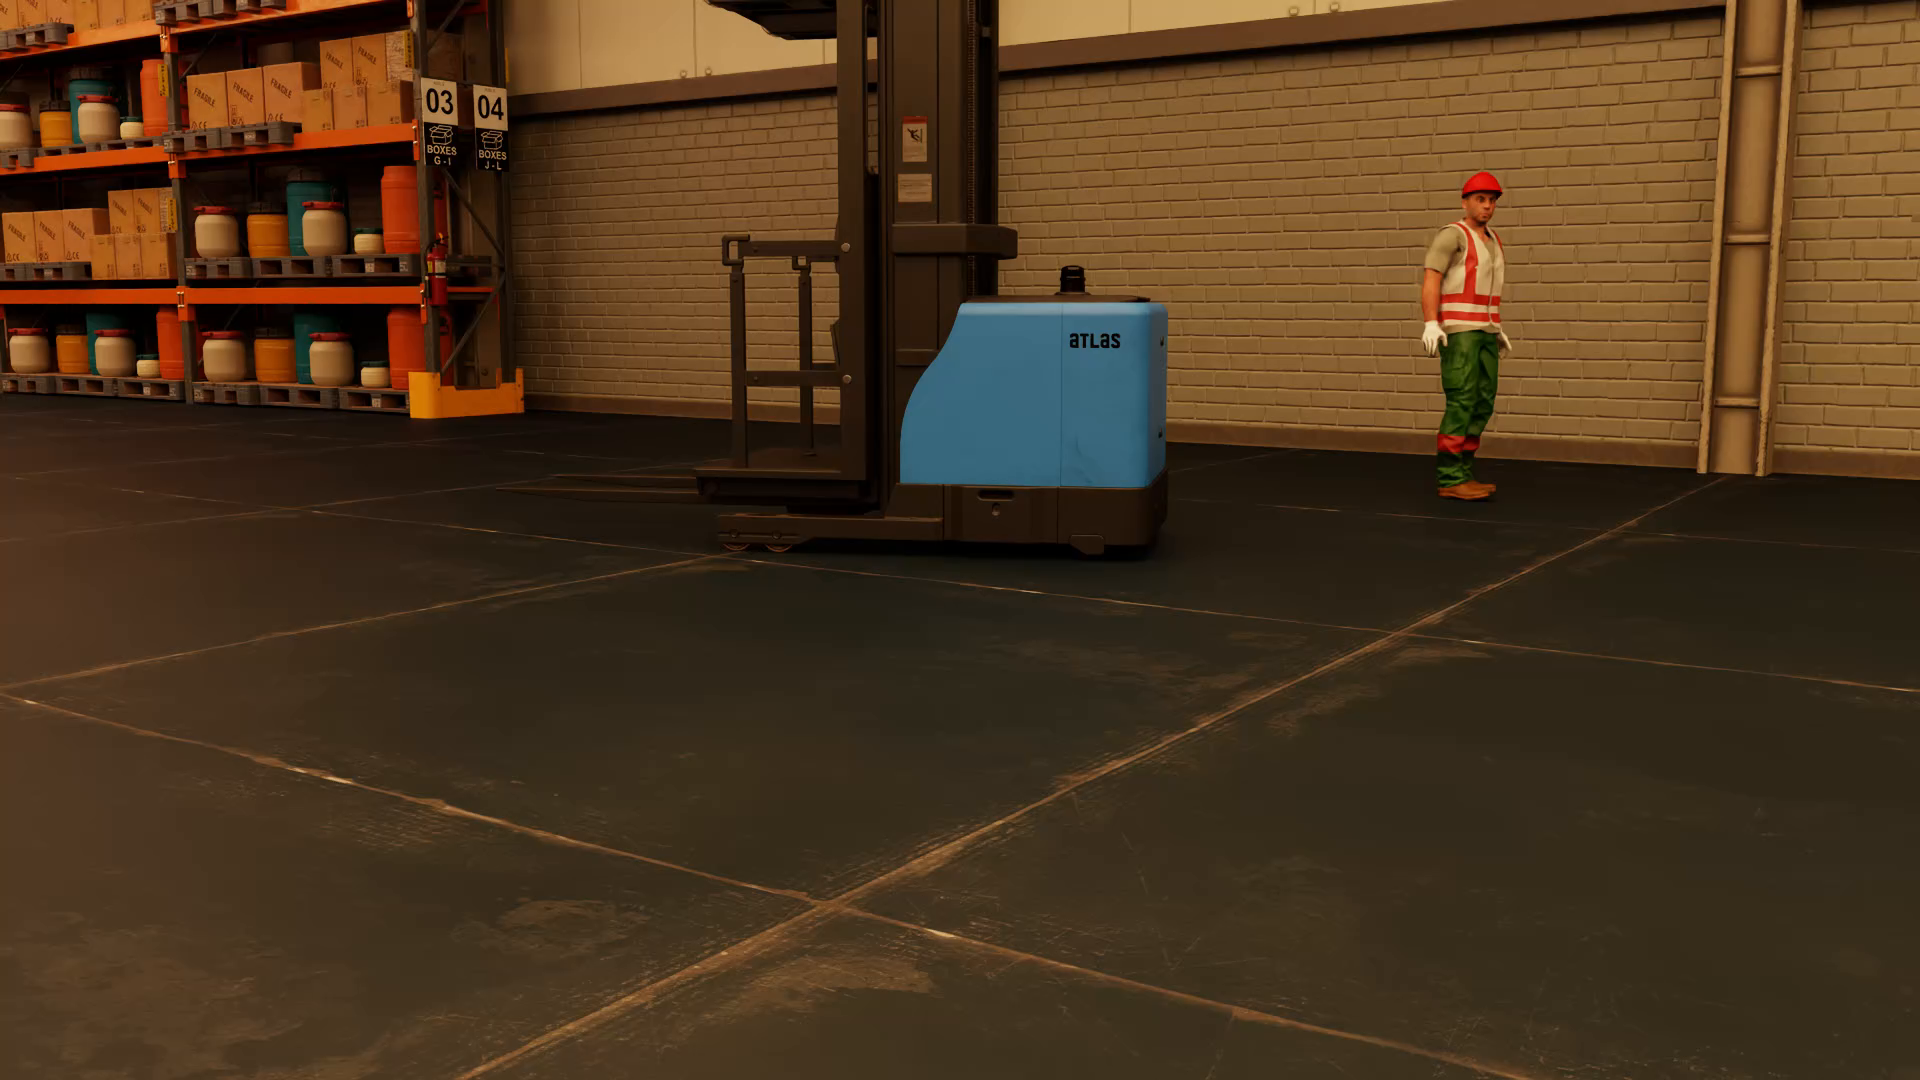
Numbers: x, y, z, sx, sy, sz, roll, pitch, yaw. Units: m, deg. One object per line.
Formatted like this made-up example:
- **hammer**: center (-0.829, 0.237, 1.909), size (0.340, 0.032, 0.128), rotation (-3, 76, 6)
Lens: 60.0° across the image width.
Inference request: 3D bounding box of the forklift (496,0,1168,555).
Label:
- **forklift**: center (-0.596, -1.469, 7.520), size (3.031, 2.935, 1.130), rotation (2, 8, 12)

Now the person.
- **person**: center (2.849, -1.127, 9.202), size (0.705, 1.788, 0.426), rotation (-7, 11, -41)
